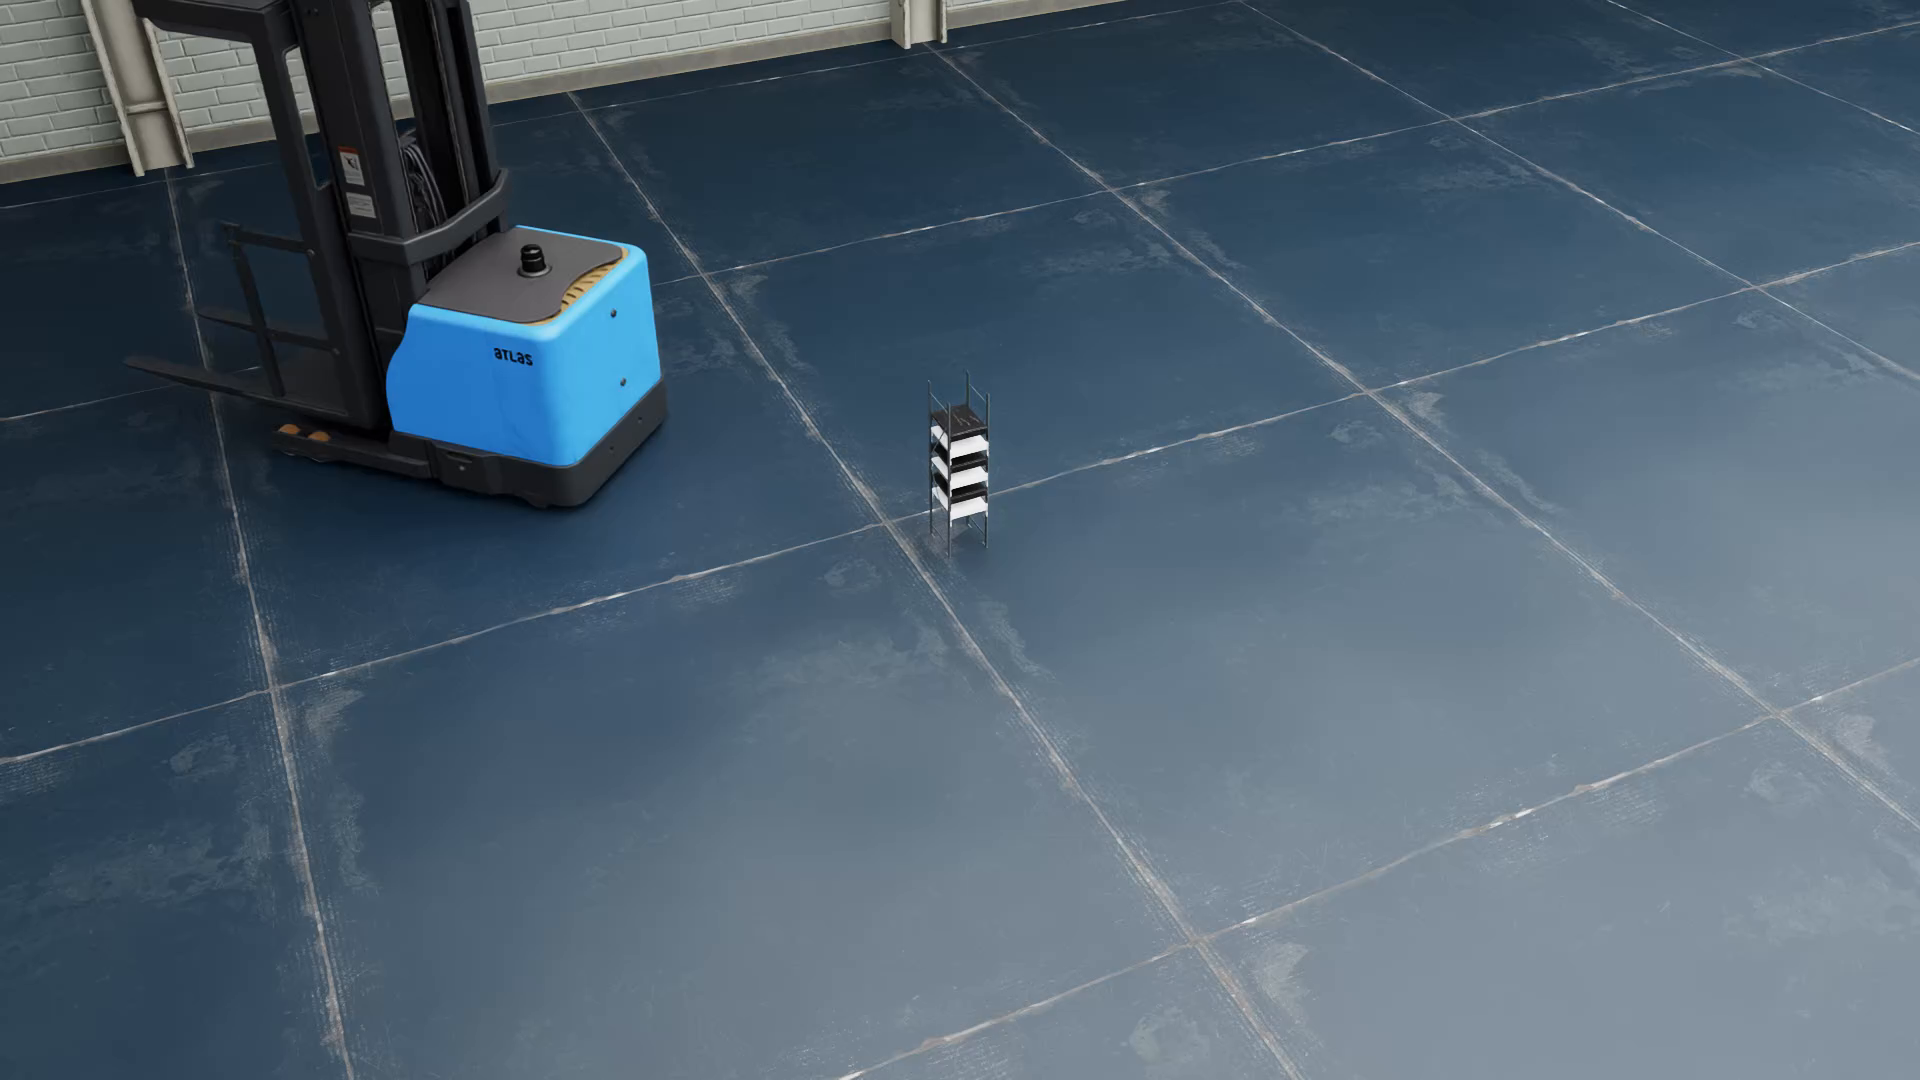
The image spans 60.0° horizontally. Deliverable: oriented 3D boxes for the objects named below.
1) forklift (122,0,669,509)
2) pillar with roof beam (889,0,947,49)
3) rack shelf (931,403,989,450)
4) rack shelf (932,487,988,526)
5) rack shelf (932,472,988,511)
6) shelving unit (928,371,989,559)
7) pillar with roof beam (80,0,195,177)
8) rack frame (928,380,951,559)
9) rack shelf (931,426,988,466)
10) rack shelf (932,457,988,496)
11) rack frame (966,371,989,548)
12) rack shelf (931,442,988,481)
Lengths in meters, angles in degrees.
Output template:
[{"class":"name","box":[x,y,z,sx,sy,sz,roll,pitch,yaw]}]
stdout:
[{"class":"forklift","box":[-3.188,-1.876,8.462,3.031,2.935,1.130,12,38,16]},{"class":"pillar with roof beam","box":[1.478,-5.543,8.313,0.400,9.000,9.100,-16,39,-20]},{"class":"rack shelf","box":[-0.007,-0.549,7.981,0.200,0.077,0.258,-16,39,-20]},{"class":"rack shelf","box":[-0.007,-0.188,8.249,0.200,0.077,0.258,-16,39,-20]},{"class":"rack shelf","box":[-0.007,-0.260,8.196,0.200,0.077,0.258,-16,39,-20]},{"class":"shelving unit","box":[-0.007,-0.359,8.122,0.210,0.900,0.258,-16,39,-20]},{"class":"pillar with roof beam","box":[-3.953,-4.024,6.265,0.400,9.000,9.100,-16,39,-20]},{"class":"rack frame","box":[-0.099,-0.334,8.088,0.006,0.900,0.240,-16,39,-20]},{"class":"rack shelf","box":[-0.007,-0.477,8.035,0.200,0.077,0.258,-16,39,-20]},{"class":"rack shelf","box":[-0.007,-0.333,8.142,0.200,0.077,0.258,-16,39,-20]},{"class":"rack frame","box":[0.085,-0.385,8.157,0.006,0.900,0.240,-16,39,-20]},{"class":"rack shelf","box":[-0.007,-0.405,8.088,0.200,0.077,0.258,-16,39,-20]}]
